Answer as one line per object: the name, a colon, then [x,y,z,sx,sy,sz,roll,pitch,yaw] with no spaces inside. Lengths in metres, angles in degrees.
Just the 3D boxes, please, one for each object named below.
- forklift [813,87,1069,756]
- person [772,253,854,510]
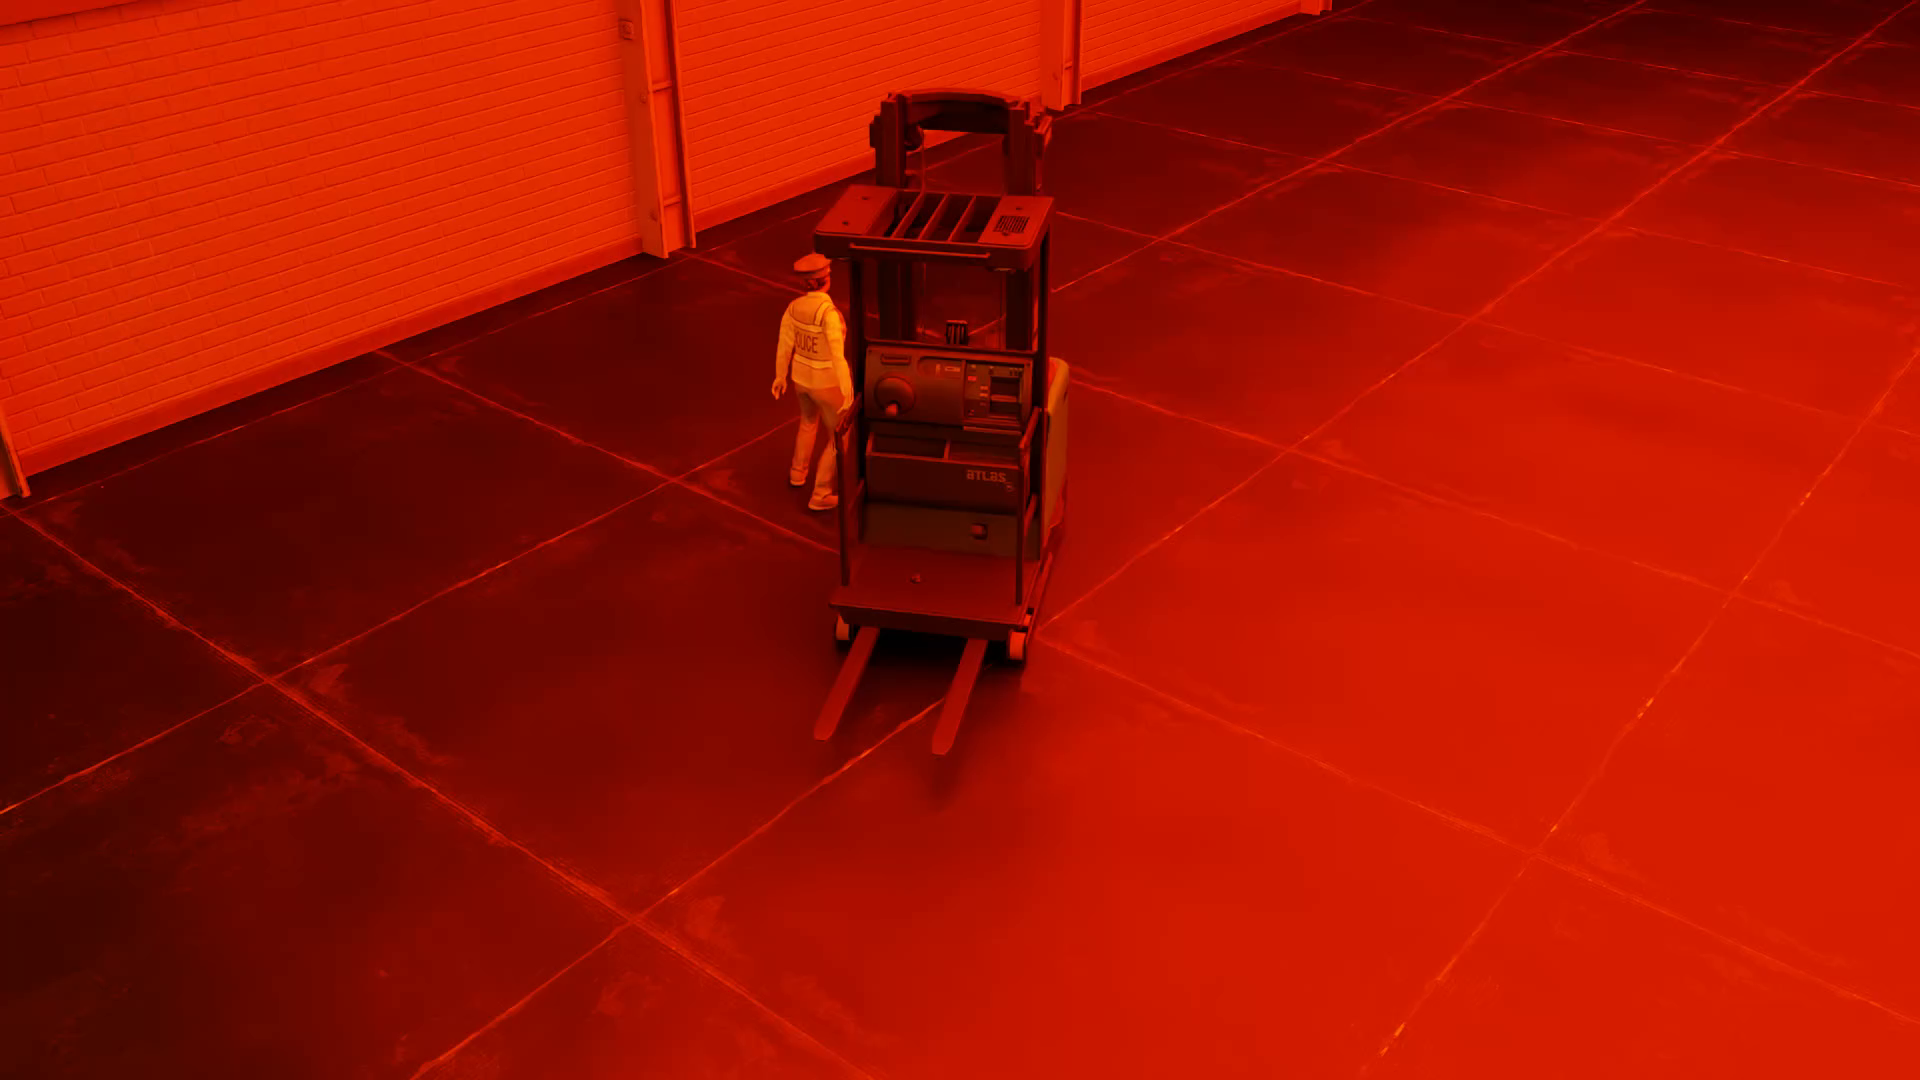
forklift: [-0.106,-0.789,8.944,1.130,2.935,3.031,6,31,10]
person: [-0.914,-0.993,10.626,0.417,1.641,0.796,-26,39,-36]
